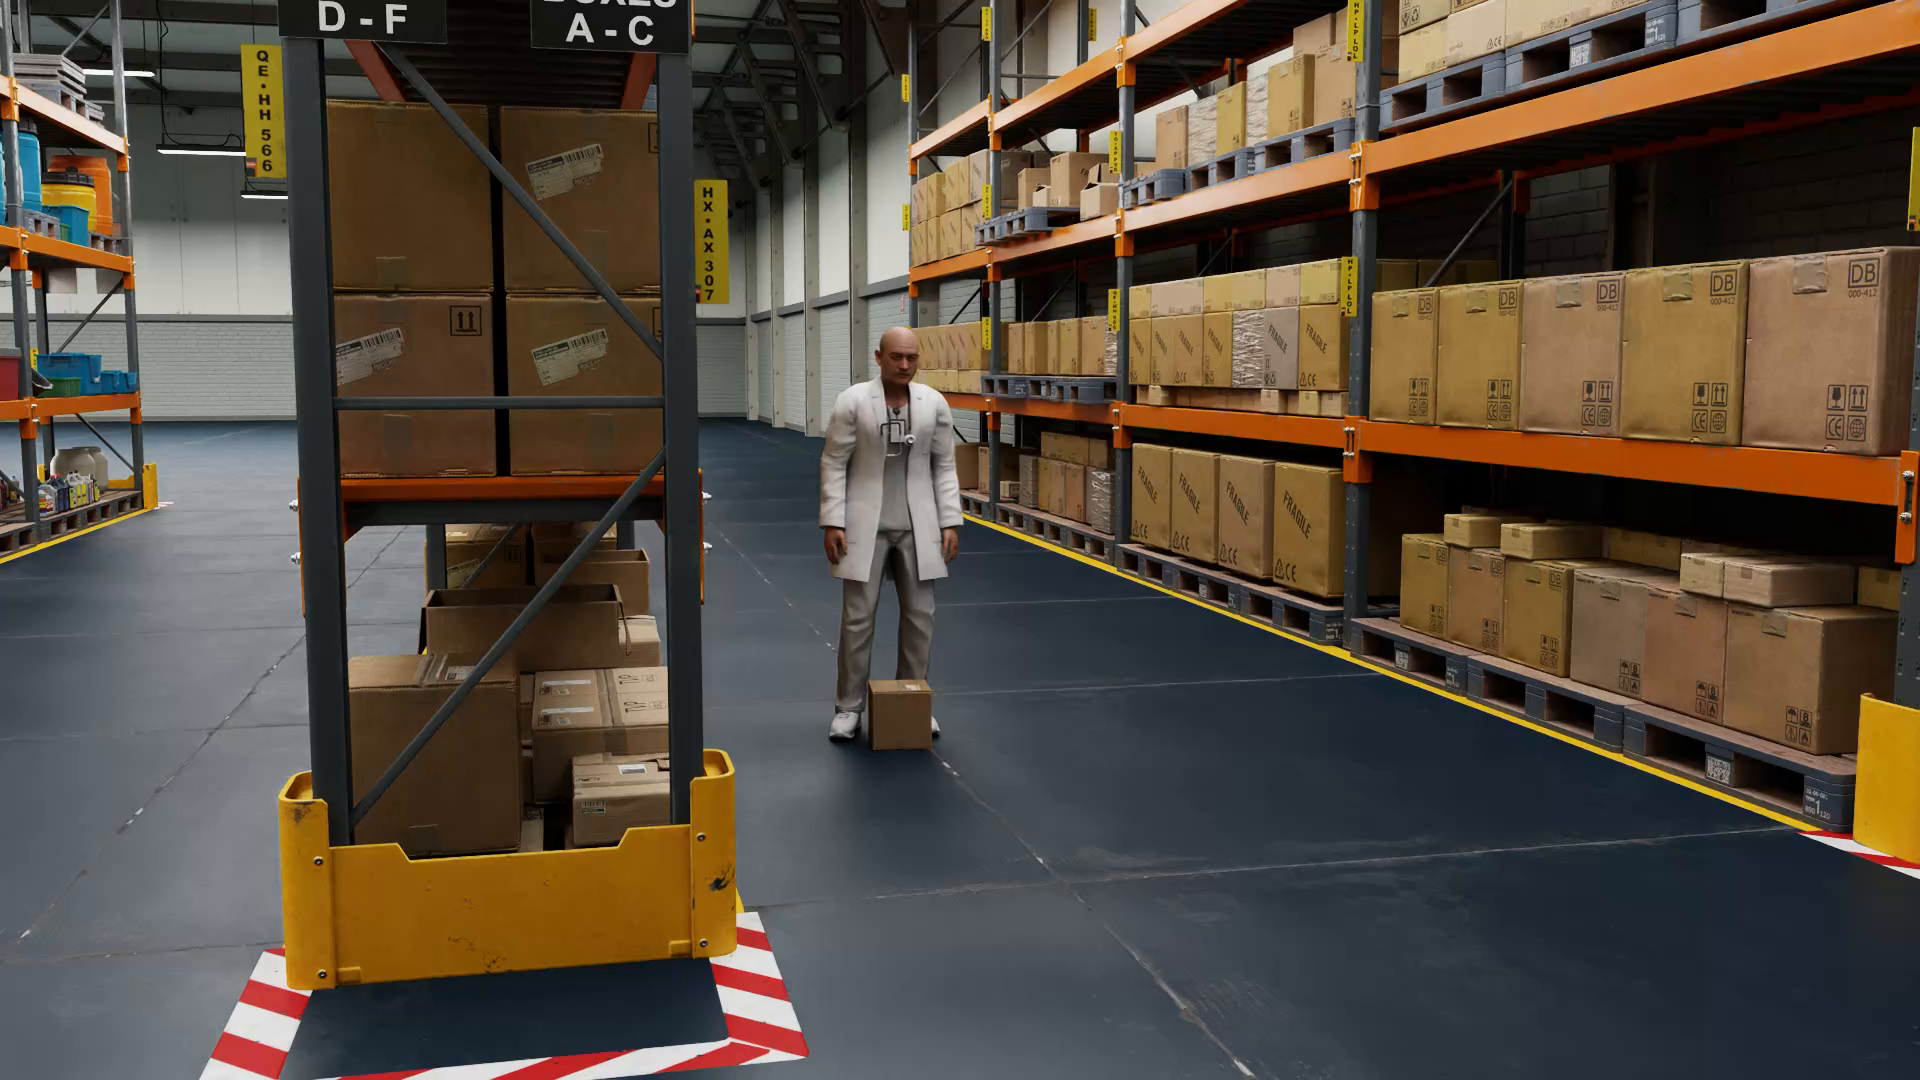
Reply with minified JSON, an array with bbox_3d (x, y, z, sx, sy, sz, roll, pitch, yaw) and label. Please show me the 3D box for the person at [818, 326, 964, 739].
[{"bbox_3d":[-0.297,-0.039,7.267,0.648,1.772,0.429,-2,6,-14],"label":"person"}]
